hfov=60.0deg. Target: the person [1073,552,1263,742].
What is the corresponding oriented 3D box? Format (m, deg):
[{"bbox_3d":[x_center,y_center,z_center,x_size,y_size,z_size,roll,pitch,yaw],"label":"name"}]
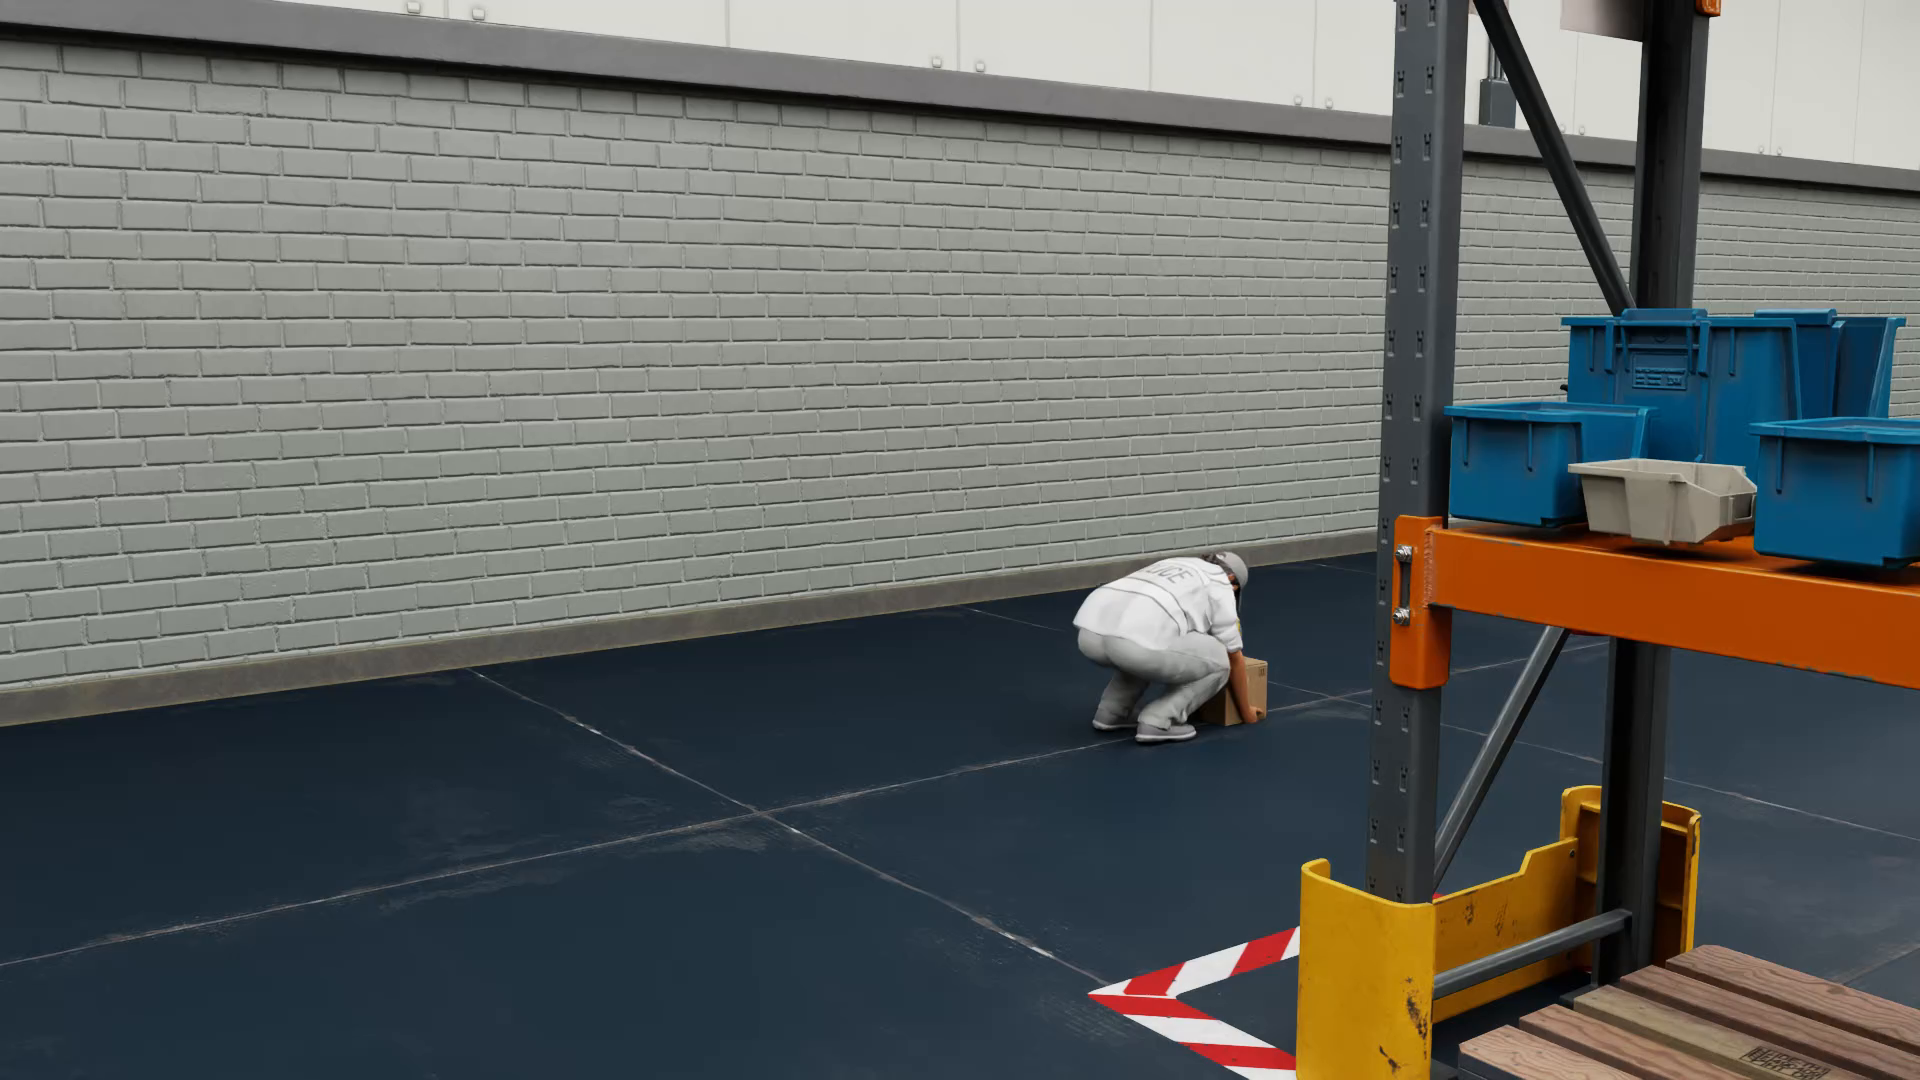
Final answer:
[{"bbox_3d":[0.893,0.462,7.041,0.919,0.762,0.513,-6,10,-37],"label":"person"}]
